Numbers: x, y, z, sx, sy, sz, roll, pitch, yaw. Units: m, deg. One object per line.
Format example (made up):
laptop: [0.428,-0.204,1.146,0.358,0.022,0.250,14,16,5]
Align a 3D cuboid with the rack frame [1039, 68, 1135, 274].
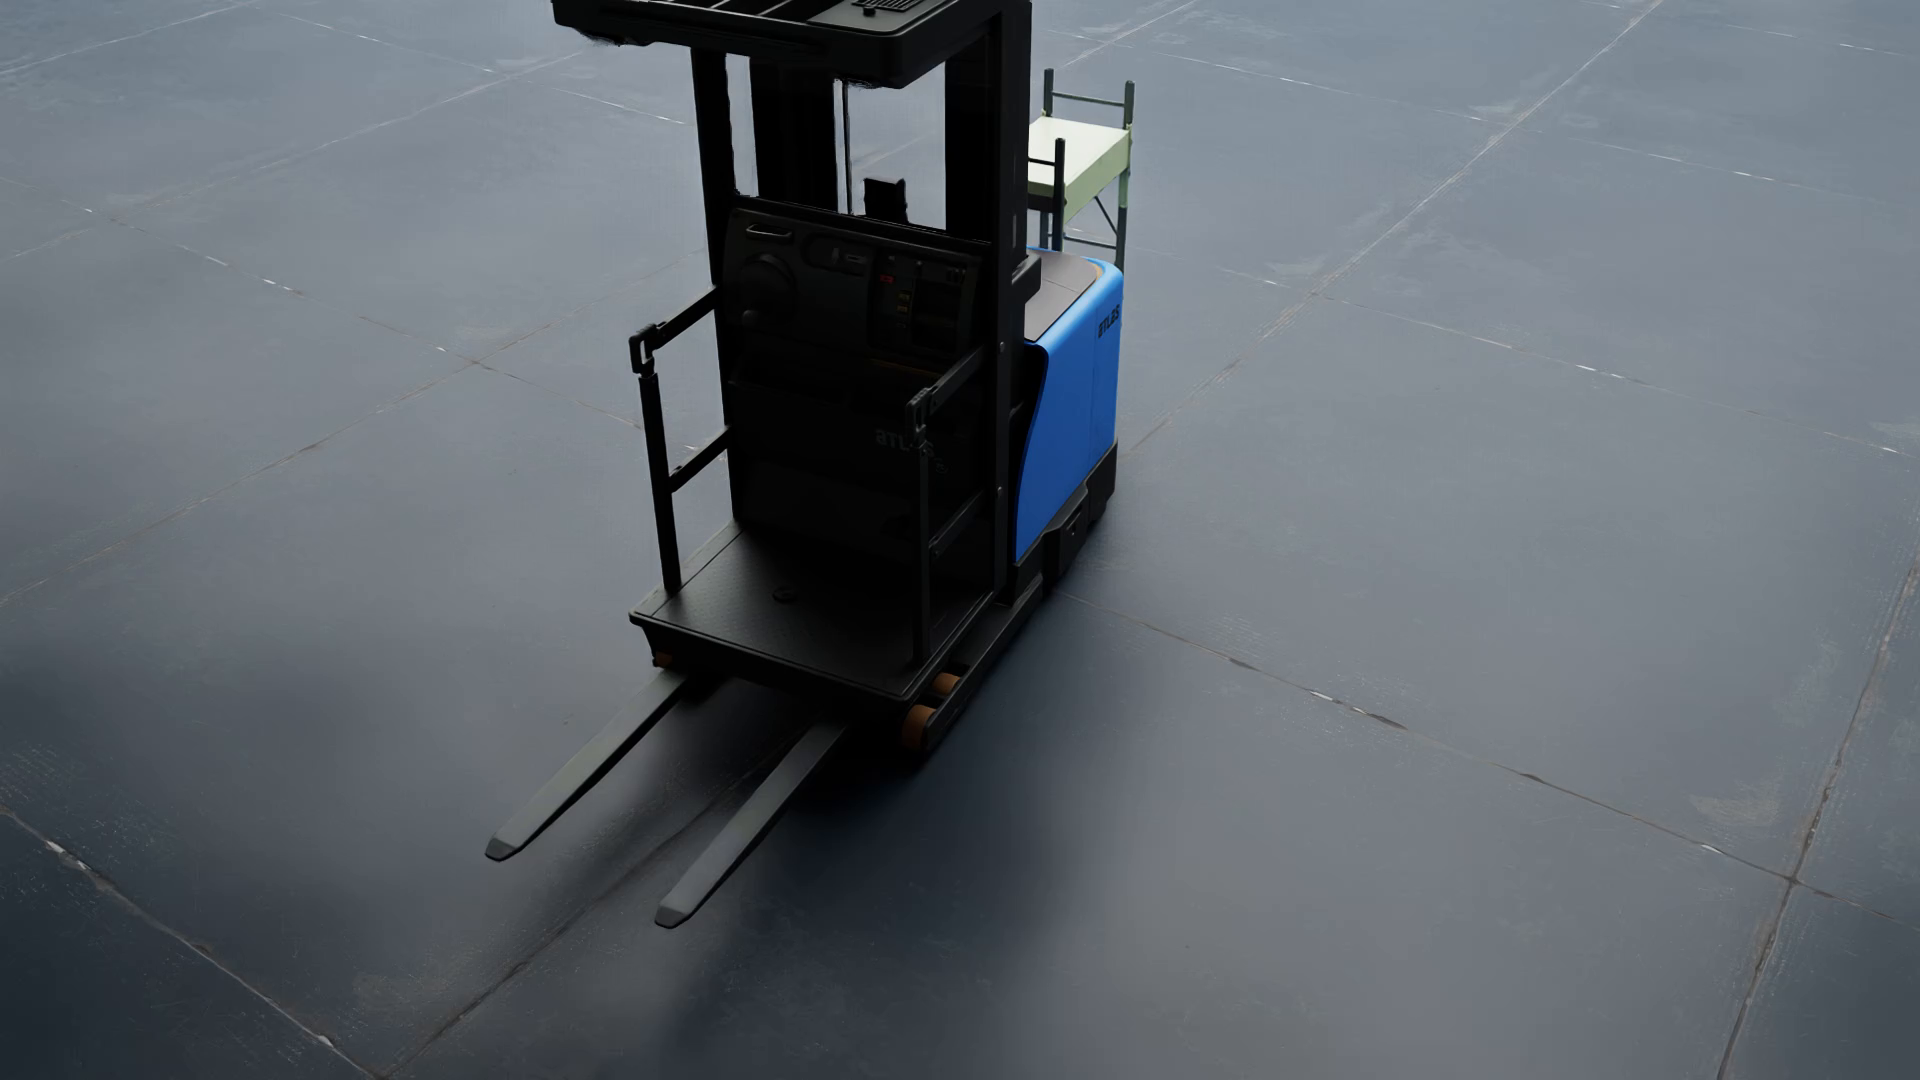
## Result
rack frame: [0.539,-1.319,7.361,0.400,1.500,0.023,15,37,21]

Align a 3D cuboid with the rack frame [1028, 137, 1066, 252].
rack frame: [0.218,-0.951,6.817,0.400,1.500,0.023,15,37,21]

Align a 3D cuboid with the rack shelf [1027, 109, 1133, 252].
rack shelf: [0.379,-1.458,6.870,0.431,0.370,0.720,15,37,21]

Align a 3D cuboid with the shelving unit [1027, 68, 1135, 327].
shelving unit: [0.379,-1.135,7.089,0.431,1.500,0.755,15,37,21]

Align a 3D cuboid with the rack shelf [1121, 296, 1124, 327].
rack shelf: [0.379,-0.865,7.272,0.431,0.370,0.720,15,37,21]

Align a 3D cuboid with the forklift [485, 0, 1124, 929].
forklift: [-0.455,-0.769,5.271,1.130,2.935,3.031,15,37,21]
